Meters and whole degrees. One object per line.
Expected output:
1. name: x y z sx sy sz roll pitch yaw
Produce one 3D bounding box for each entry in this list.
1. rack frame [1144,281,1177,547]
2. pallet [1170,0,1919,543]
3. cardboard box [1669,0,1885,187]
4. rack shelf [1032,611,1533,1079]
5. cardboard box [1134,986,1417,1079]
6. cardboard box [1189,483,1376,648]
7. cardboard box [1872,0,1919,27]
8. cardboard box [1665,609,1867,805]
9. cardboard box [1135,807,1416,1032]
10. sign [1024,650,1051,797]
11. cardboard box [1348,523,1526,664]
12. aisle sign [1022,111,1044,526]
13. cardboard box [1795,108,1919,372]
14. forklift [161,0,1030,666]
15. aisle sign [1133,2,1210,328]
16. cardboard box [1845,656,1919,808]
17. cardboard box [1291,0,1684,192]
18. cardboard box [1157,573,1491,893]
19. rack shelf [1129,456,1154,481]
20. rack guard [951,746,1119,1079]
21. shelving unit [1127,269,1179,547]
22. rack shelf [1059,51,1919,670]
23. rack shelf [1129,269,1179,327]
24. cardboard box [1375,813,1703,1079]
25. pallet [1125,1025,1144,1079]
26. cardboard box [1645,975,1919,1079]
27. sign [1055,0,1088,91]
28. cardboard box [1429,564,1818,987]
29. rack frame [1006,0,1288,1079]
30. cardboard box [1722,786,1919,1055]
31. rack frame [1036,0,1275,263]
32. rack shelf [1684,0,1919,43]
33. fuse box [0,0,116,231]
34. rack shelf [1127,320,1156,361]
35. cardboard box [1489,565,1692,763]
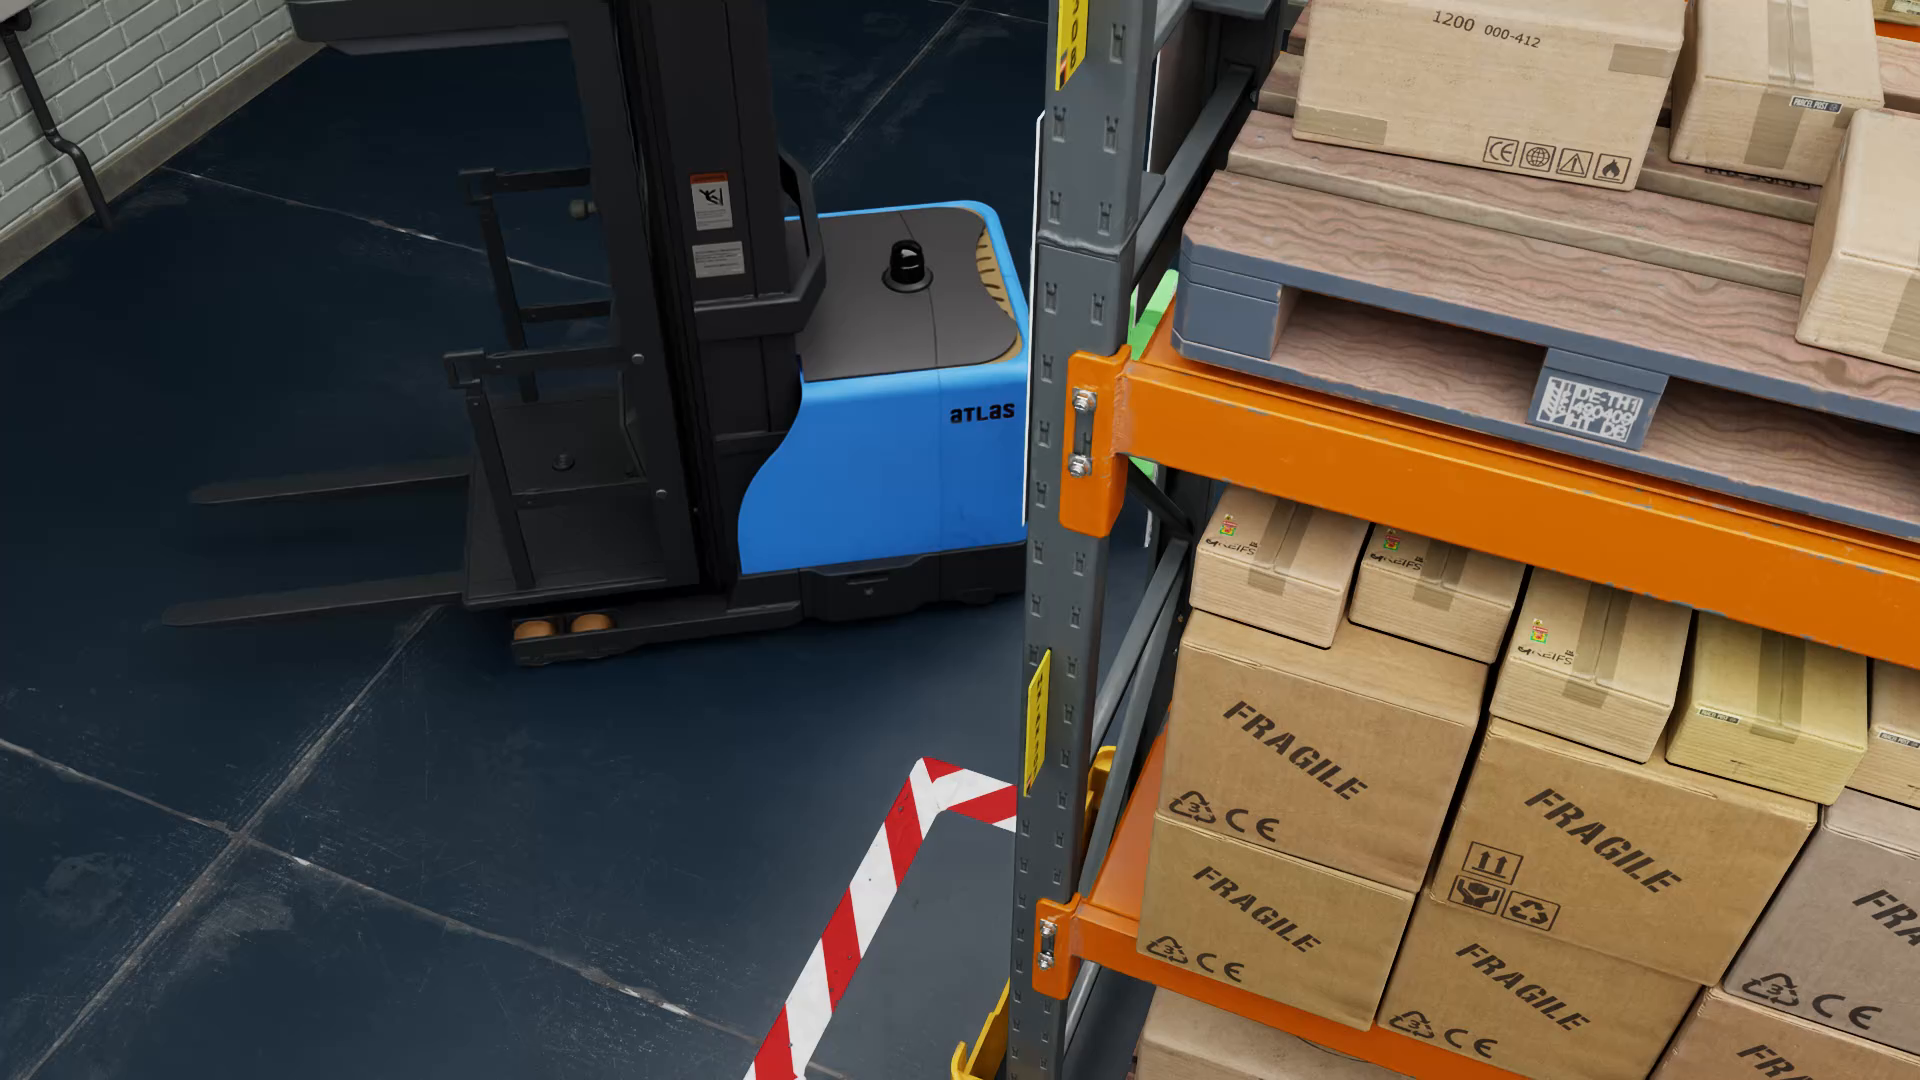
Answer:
1. rack frame: 0.745 -0.477 5.878 0.015 1.200 0.240 17 47 17
2. pallet: 1.051 -0.516 2.579 1.213 0.211 1.003 16 47 16
3. cardboard box: 1.230 -0.712 2.522 0.250 0.149 0.380 13 46 13
4. rack shelf: 2.209 1.119 3.509 4.000 0.370 1.077 16 47 16
5. cardboard box: 1.010 1.194 4.442 0.875 0.438 0.875 15 47 15
6. cardboard box: 0.584 -0.022 2.906 0.250 0.149 0.380 17 47 17
7. cardboard box: 3.638 -2.172 6.485 0.250 0.149 0.380 15 47 15
8. cardboard box: 1.299 0.207 2.675 0.250 0.149 0.380 15 47 15
9. cardboard box: 0.695 0.603 3.447 0.500 0.500 0.500 16 47 16
10. sign: 0.143 0.346 3.106 0.005 0.325 0.100 16 47 16
11. cardboard box: 0.853 0.002 2.881 0.250 0.149 0.380 17 47 17
12. aisle sign: 0.185 -0.431 2.714 0.004 0.787 0.394 16 47 16
13. cardboard box: 1.278 -0.393 2.201 0.250 0.149 0.380 18 48 17
14. forklift: -1.276 -1.003 5.180 3.031 2.935 1.130 -7 45 -7
15. aisle sign: 0.416 -0.822 3.106 0.004 0.787 0.394 16 47 16
16. cardboard box: 1.561 0.244 2.638 0.250 0.149 0.380 17 47 16
17. cardboard box: 0.813 -0.810 2.548 0.500 0.250 0.500 12 46 12
18. cardboard box: 0.696 0.247 3.096 0.500 0.500 0.500 15 47 15
19. rack shelf: 0.522 -0.330 6.162 0.480 0.148 0.258 17 47 17
20. rack guard: 0.341 1.200 4.689 0.348 0.500 1.175 16 47 16
21. shelving unit: 0.522 -0.546 5.948 0.503 1.200 0.258 17 47 17
22. rack shelf: 2.209 0.056 2.451 4.000 0.370 1.077 16 47 16
23. rack shelf: 0.522 -0.841 5.655 0.480 0.148 0.258 17 47 17
24. cardboard box: 1.173 0.722 3.327 0.500 0.500 0.500 16 47 15
25. pallet: 1.131 1.476 4.617 1.213 0.211 1.003 16 47 16
26. cardboard box: 1.635 0.872 3.176 0.500 0.500 0.500 16 47 16
27. sign: 0.143 -0.721 2.045 0.005 0.325 0.100 16 47 16
28. cardboard box: 1.176 0.382 2.959 0.500 0.500 0.500 15 47 15
29. rack frame: 0.363 0.321 3.801 0.127 3.000 1.000 16 47 16
30. cardboard box: 1.654 0.517 2.824 0.500 0.500 0.500 16 47 16
31. rack frame: 0.363 -1.806 1.685 0.127 3.000 1.000 16 47 16
32. rack shelf: 4.116 -2.113 6.757 4.000 0.370 1.077 16 47 16
33. fuse box: -3.907 -2.066 7.113 0.414 1.711 0.539 16 47 16
34. rack shelf: 0.522 -0.671 5.824 0.480 0.148 0.258 17 47 17
35. cardboard box: 1.049 0.148 2.735 0.250 0.149 0.380 18 48 17
